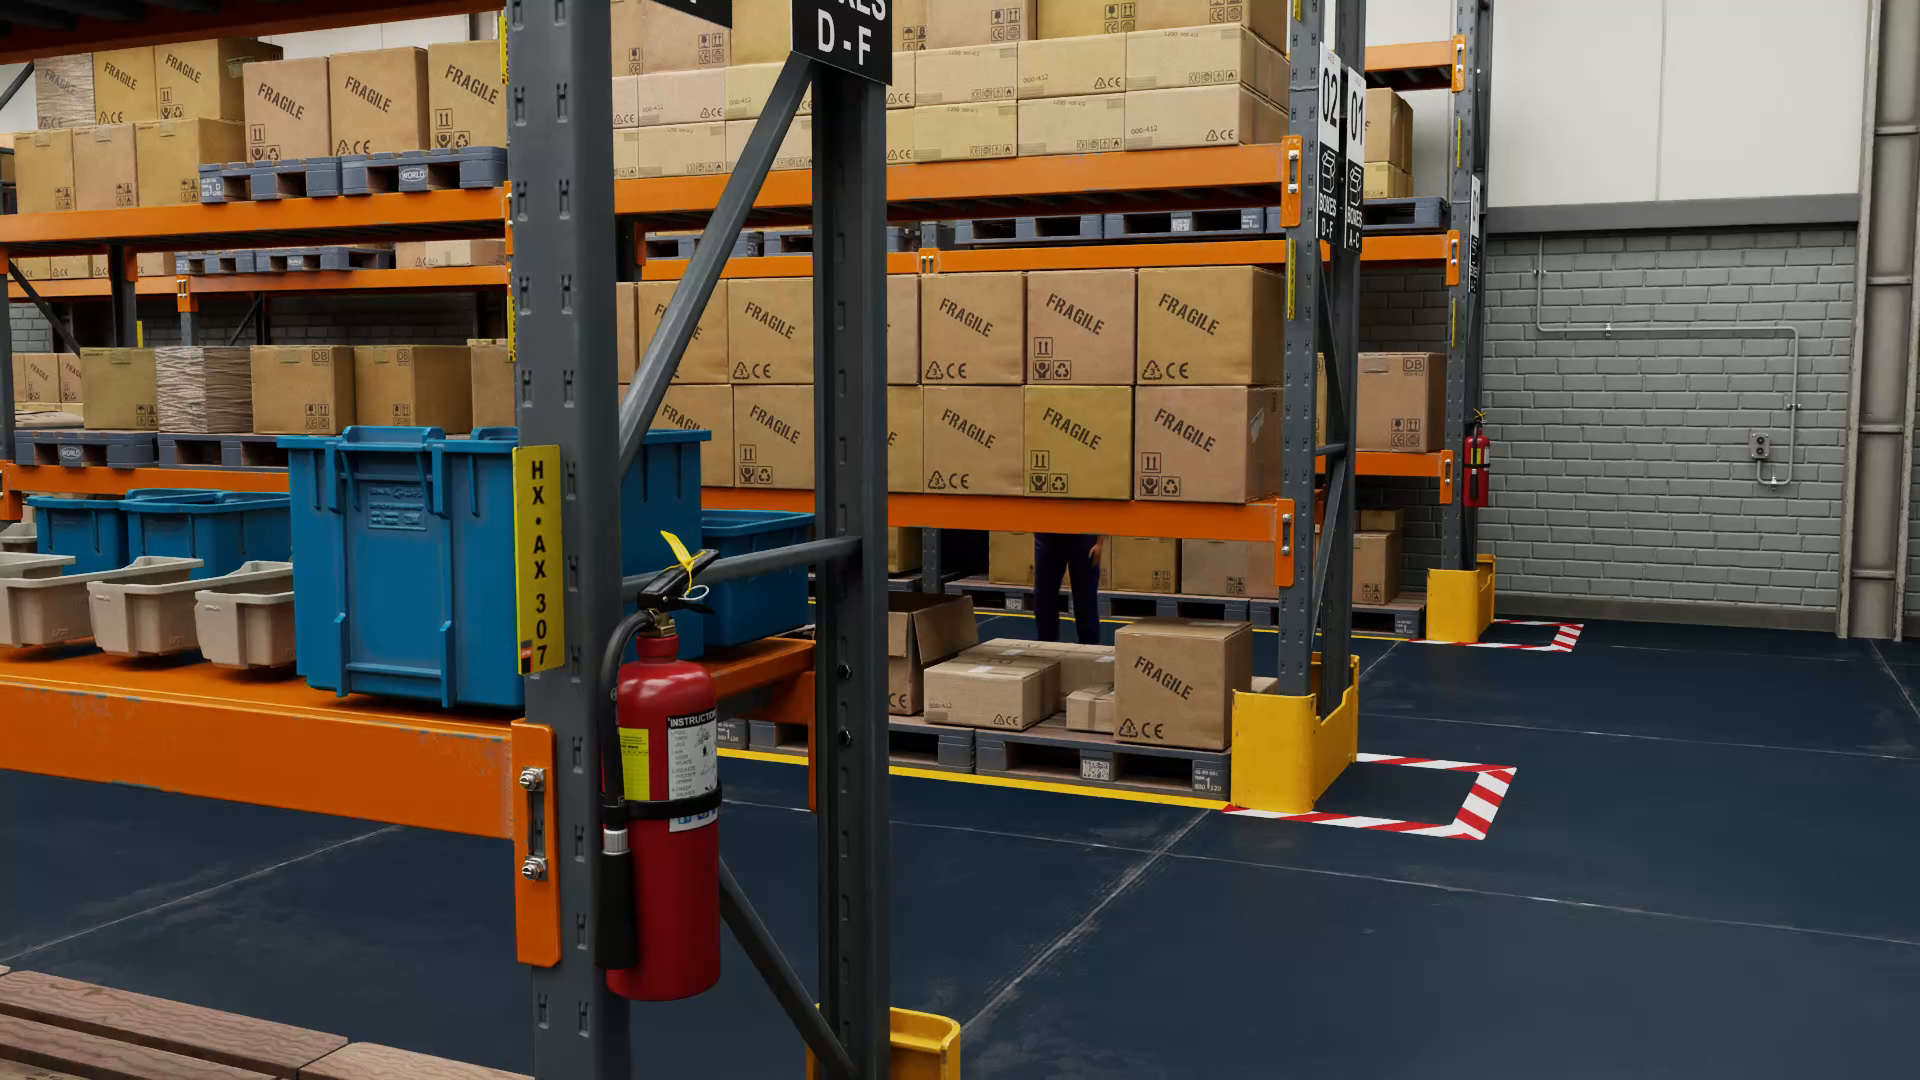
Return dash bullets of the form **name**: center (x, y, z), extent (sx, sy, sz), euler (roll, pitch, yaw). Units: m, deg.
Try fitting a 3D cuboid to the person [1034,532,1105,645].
- **person**: center (0.669, 0.033, 10.072), extent (0.470, 1.642, 0.341), euler (3, 6, 25)
